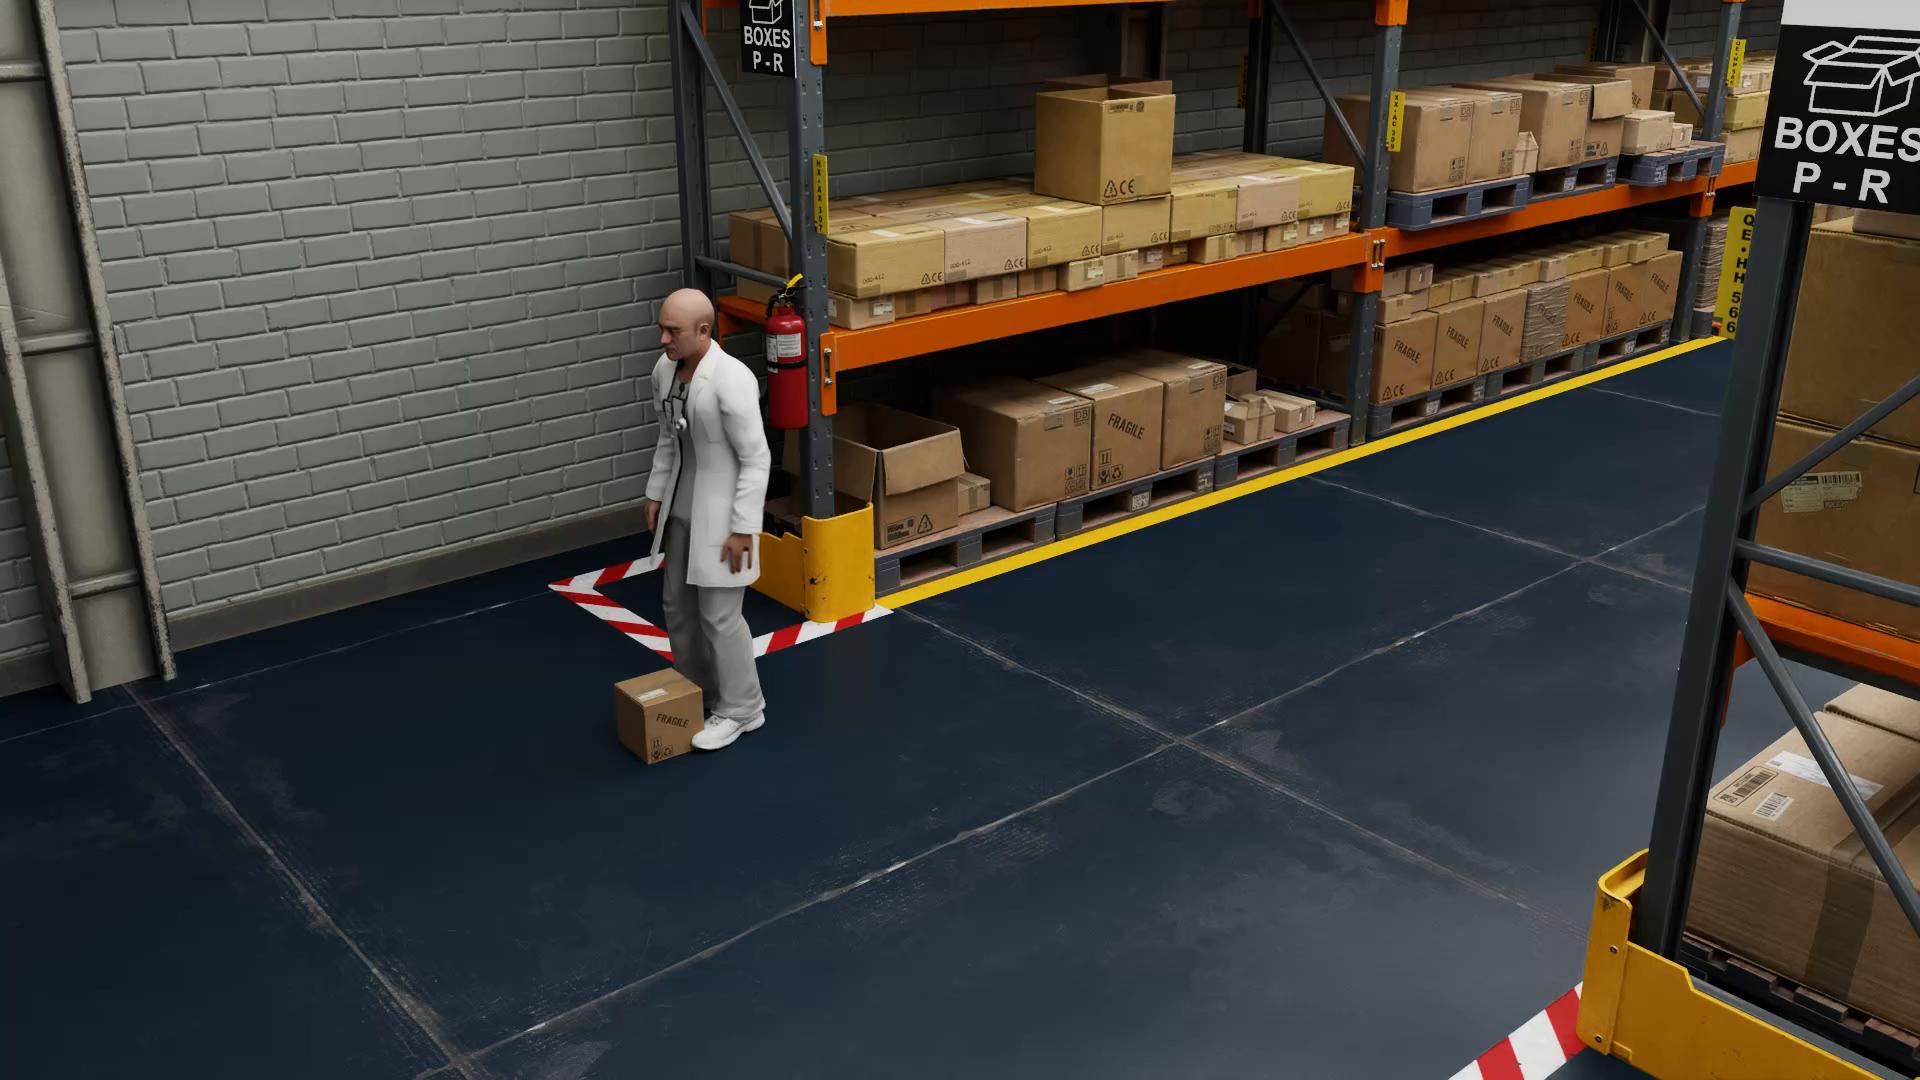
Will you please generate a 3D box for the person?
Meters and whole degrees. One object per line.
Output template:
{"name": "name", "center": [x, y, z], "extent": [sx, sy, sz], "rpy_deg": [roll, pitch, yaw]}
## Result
{"name": "person", "center": [-0.968, -0.087, 6.332], "extent": [0.421, 1.774, 0.654], "rpy_deg": [-19, 28, -40]}
